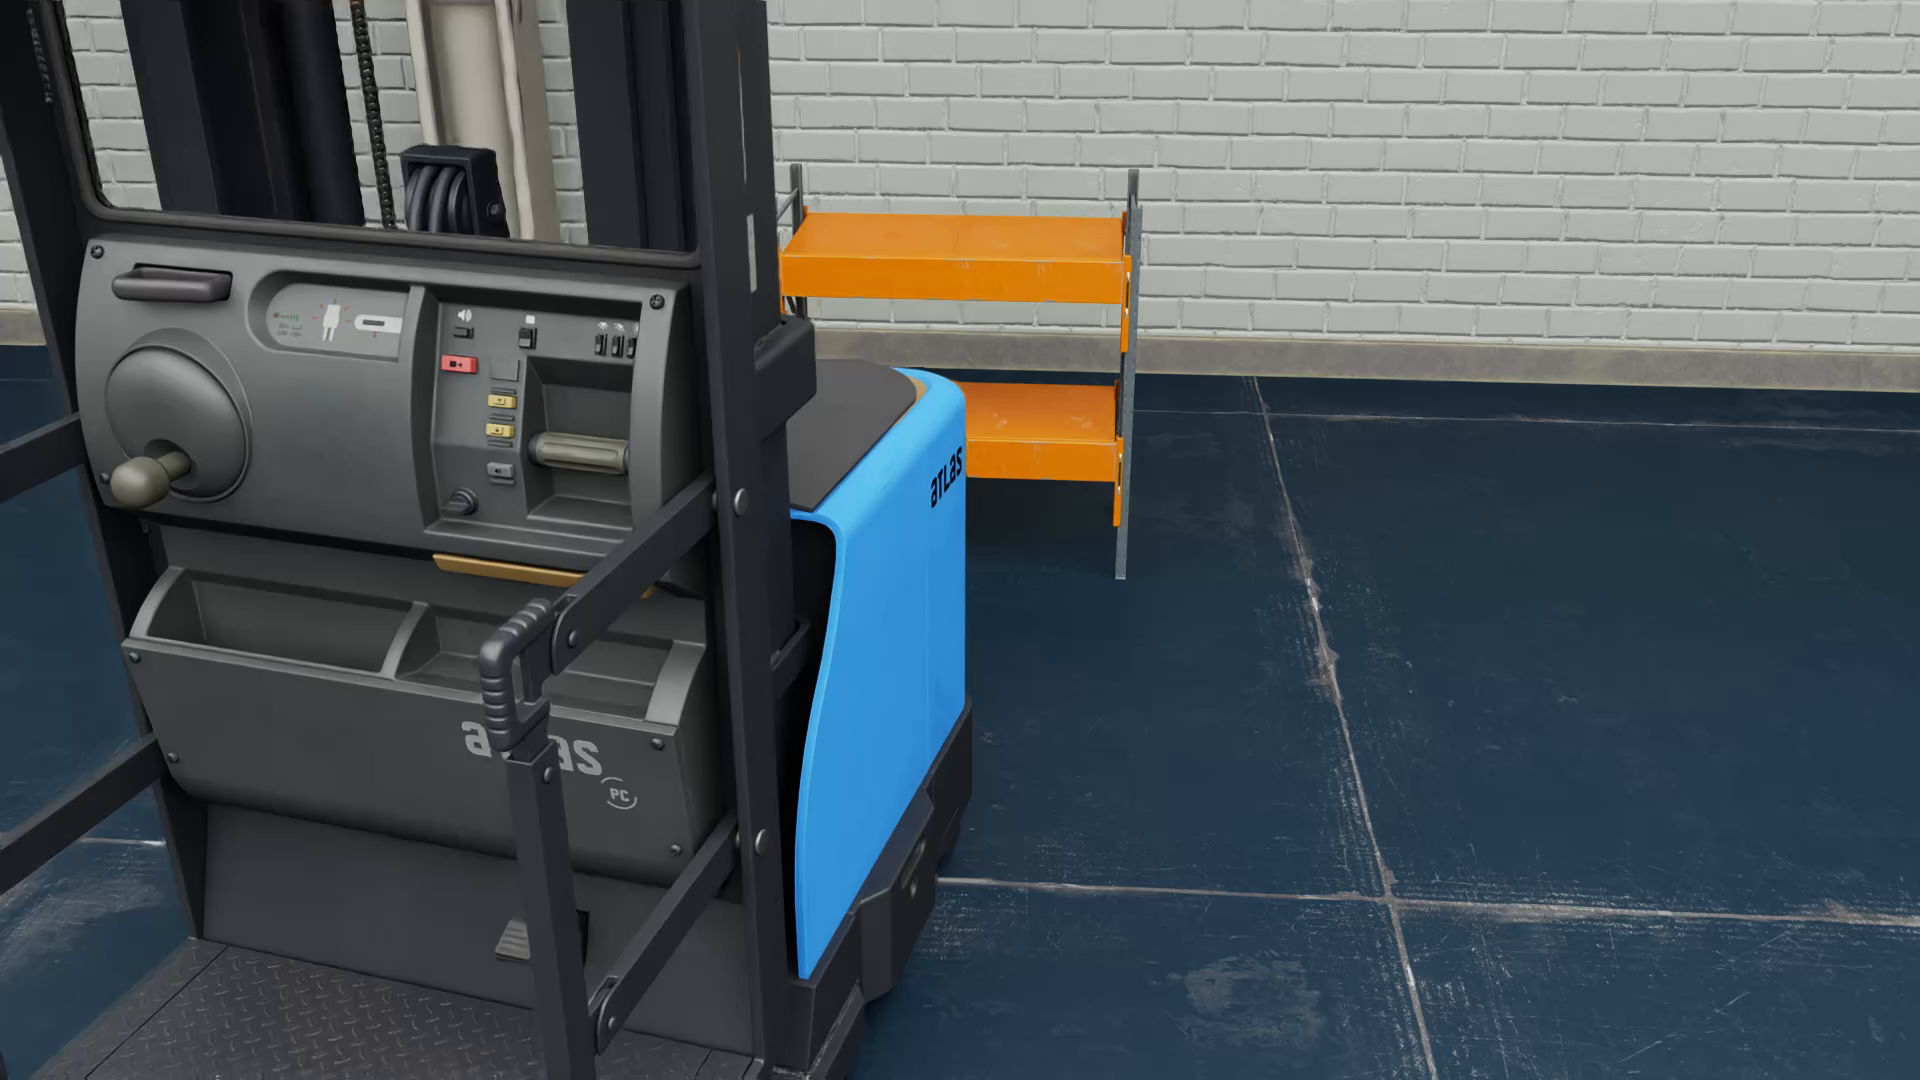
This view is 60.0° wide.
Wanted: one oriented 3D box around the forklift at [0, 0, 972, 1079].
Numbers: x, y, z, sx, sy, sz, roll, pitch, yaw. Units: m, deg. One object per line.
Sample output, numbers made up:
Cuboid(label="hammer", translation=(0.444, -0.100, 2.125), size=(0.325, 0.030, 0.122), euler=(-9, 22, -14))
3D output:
Cuboid(label="forklift", translation=(-0.882, -0.171, 2.114), size=(1.130, 2.935, 3.031), euler=(7, 26, 15))

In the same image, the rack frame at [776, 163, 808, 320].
Cuboid(label="rack frame", translation=(-0.514, -0.527, 5.051), size=(0.032, 1.125, 0.500), euler=(2, 25, 4))

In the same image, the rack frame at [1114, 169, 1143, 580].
Cuboid(label="rack frame", translation=(0.500, -0.495, 4.980), size=(0.032, 1.125, 0.500), euler=(2, 25, 4))

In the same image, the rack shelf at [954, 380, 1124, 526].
Cuboid(label="rack shelf", translation=(-0.007, -0.289, 5.118), size=(1.000, 0.278, 0.538), euler=(2, 25, 4))

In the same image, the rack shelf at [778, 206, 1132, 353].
Cuboid(label="rack shelf", translation=(-0.007, -0.777, 4.893), size=(1.000, 0.278, 0.538), euler=(2, 25, 4))

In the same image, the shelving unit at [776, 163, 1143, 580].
Cuboid(label="shelving unit", translation=(-0.007, -0.511, 5.015), size=(1.048, 1.125, 0.538), euler=(2, 25, 4))

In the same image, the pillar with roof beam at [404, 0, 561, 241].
Cuboid(label="pillar with roof beam", translation=(-2.144, -2.998, 1.000), size=(0.400, 9.000, 9.100), euler=(2, 25, 4))
